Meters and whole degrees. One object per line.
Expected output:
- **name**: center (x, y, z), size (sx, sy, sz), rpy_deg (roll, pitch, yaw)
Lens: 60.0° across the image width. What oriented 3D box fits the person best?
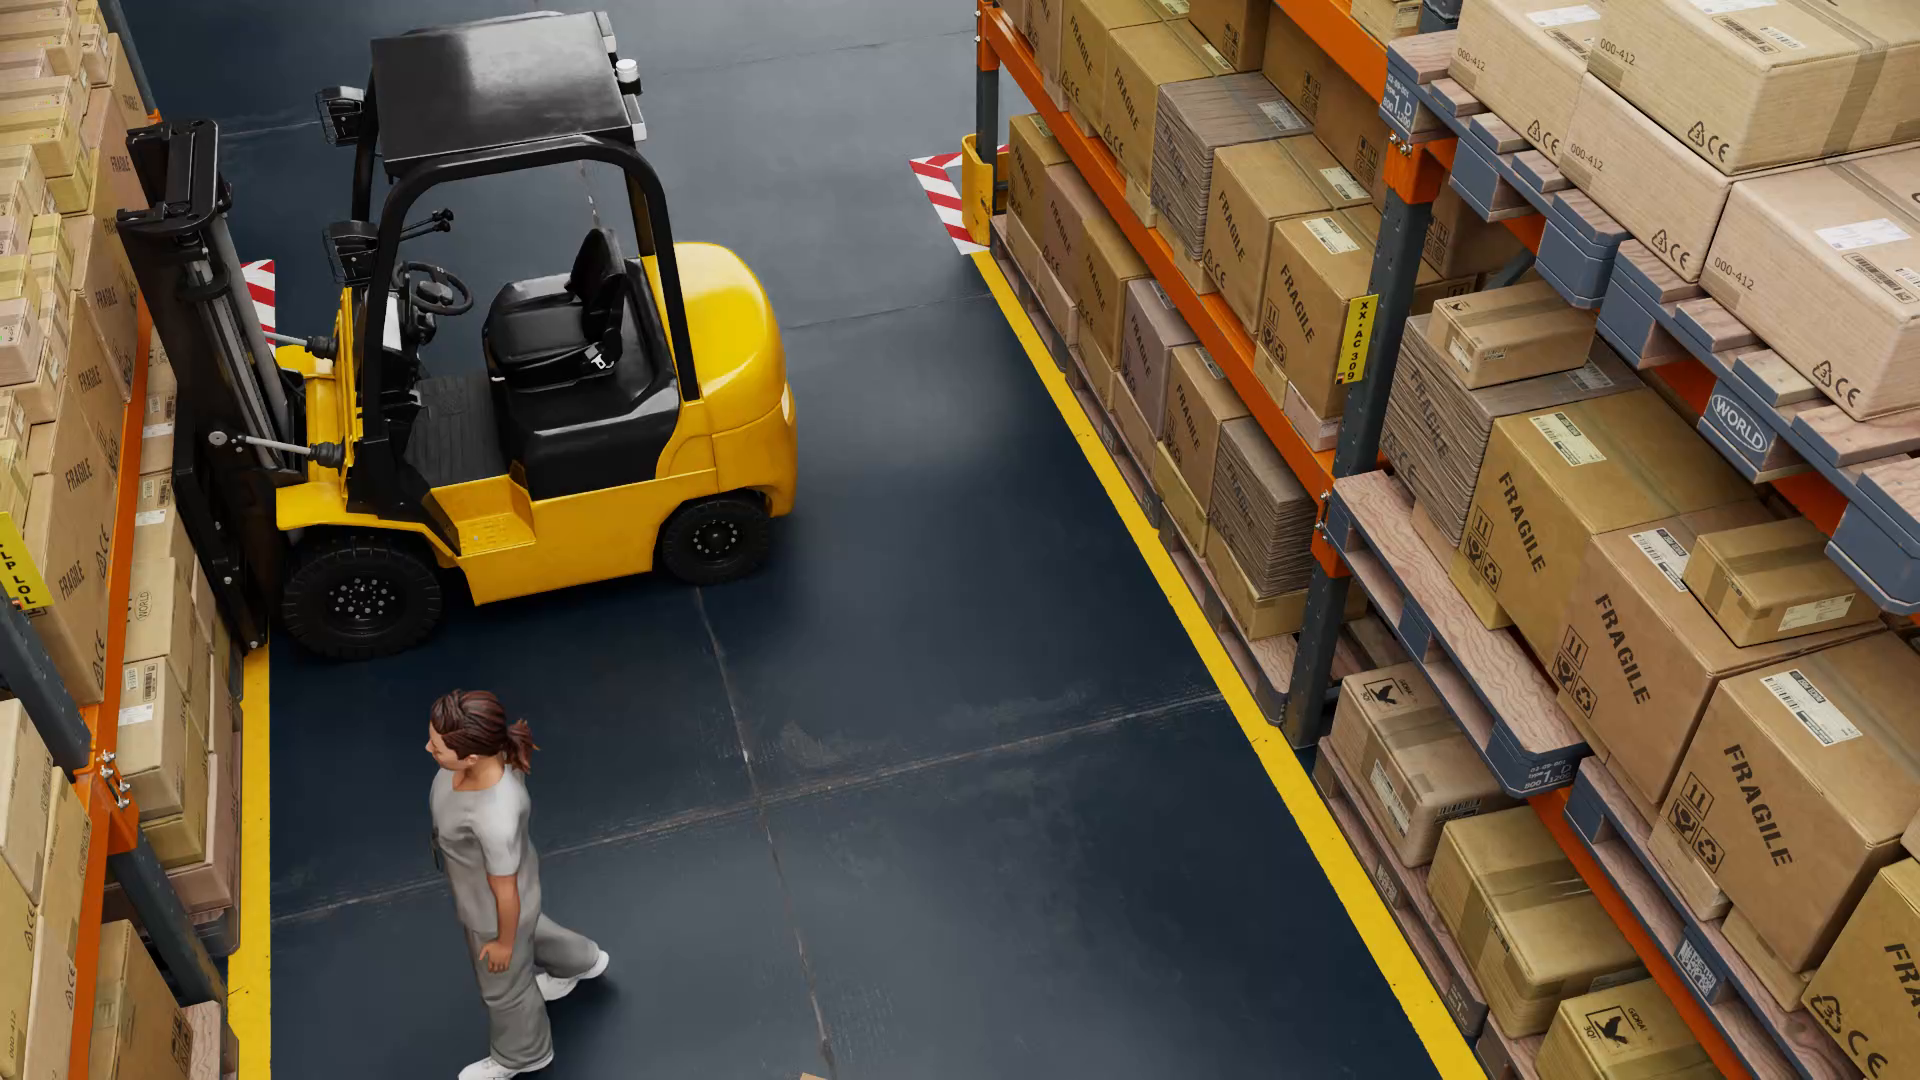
- **person**: center (-1.406, 1.048, 5.008), size (0.536, 1.670, 0.484), rpy_deg (-11, 44, -12)
